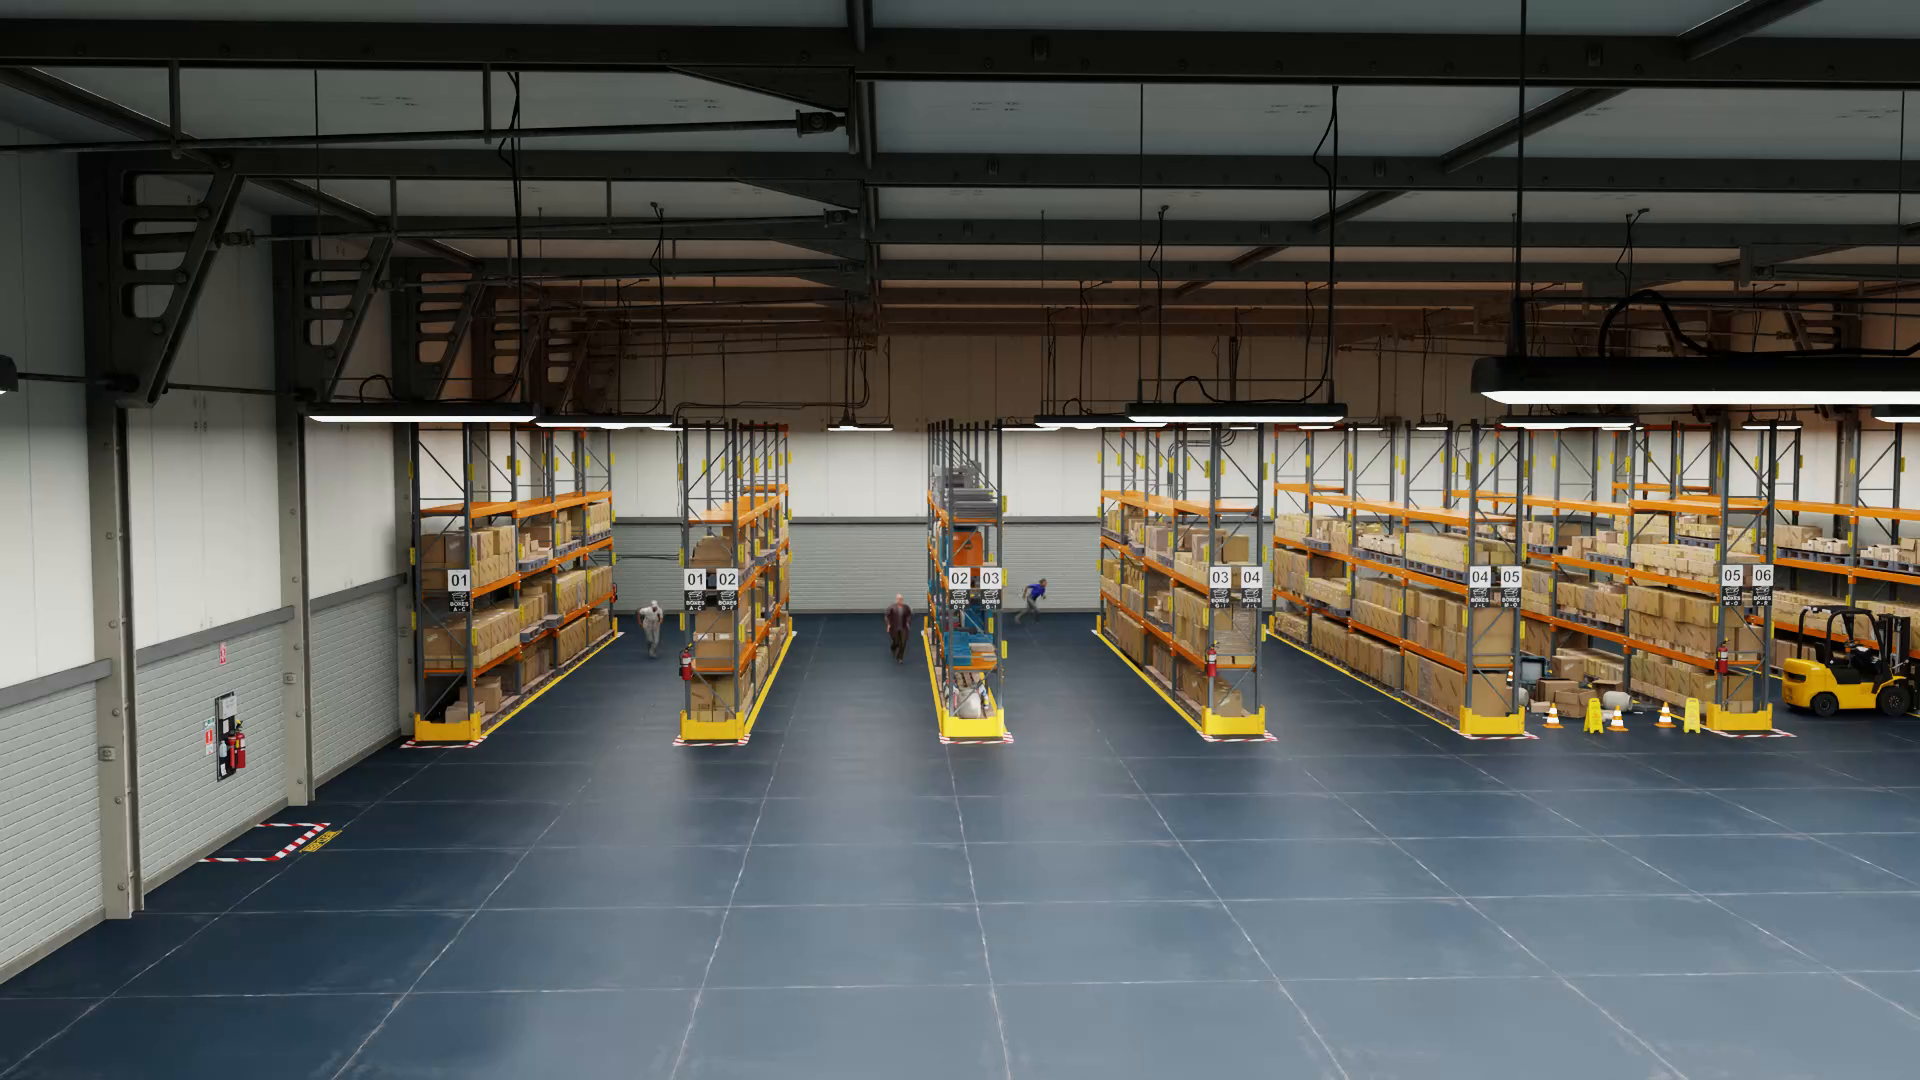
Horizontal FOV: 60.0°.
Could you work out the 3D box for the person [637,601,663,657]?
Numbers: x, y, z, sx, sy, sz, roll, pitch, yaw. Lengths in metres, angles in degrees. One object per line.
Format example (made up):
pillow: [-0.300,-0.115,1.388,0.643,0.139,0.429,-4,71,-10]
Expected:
person: [-7.890,2.270,42.422,0.639,1.493,0.796,-1,4,-22]

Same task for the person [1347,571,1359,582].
person: [11.653,1.679,49.211,0.826,1.814,0.647,-1,4,-19]

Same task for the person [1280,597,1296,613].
person: [9.714,1.768,48.766,0.724,1.711,0.643,0,4,2]

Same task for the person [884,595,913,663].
person: [-1.528,2.211,41.459,0.704,1.717,0.674,-1,4,-12]

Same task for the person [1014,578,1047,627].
person: [2.129,1.852,49.598,1.055,1.455,0.553,3,5,36]
